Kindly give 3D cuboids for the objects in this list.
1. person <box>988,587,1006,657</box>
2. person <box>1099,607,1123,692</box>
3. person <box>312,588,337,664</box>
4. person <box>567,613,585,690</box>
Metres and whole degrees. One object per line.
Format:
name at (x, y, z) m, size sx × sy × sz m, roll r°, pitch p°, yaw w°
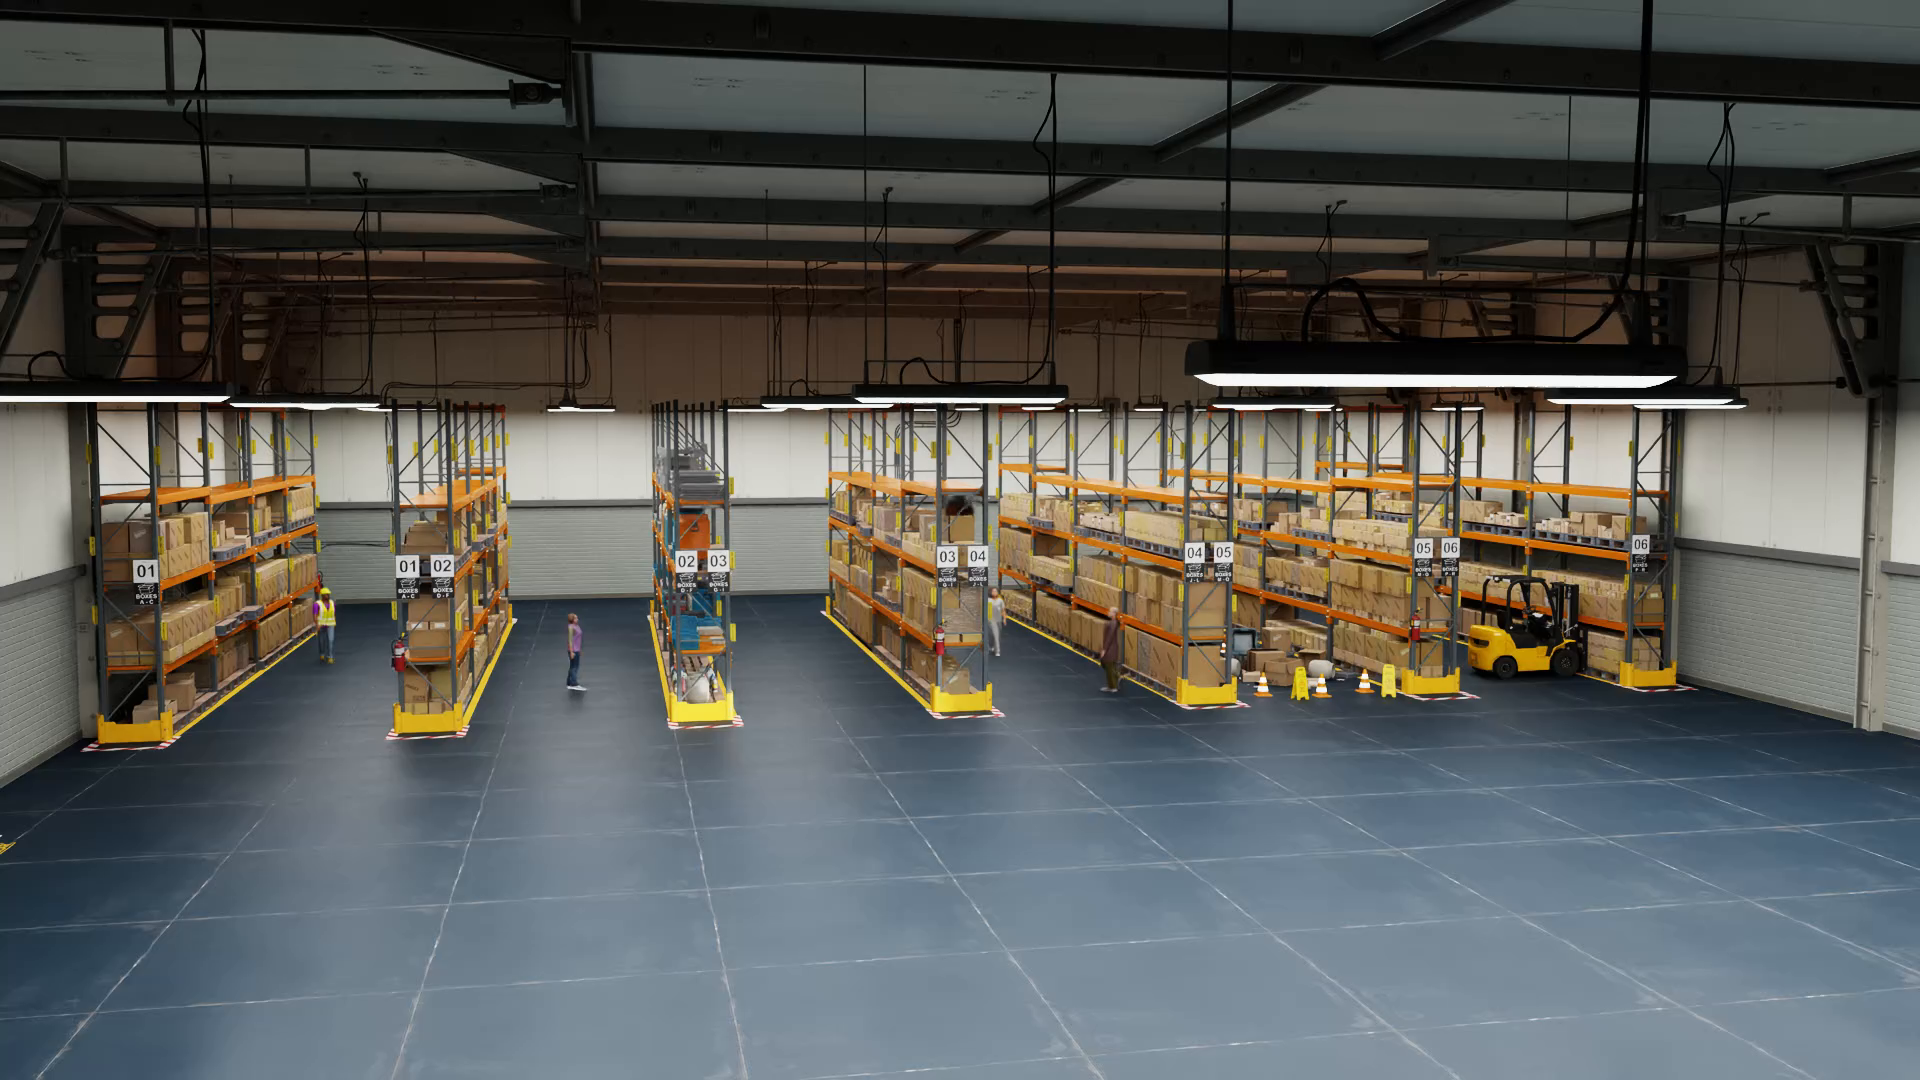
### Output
person at (0.845, 1.931, 39.546) m, size 0.443 × 1.618 × 0.987 m, roll -2°, pitch 5°, yaw -21°
person at (3.071, 2.253, 34.205) m, size 0.515 × 1.766 × 0.622 m, roll 2°, pitch 5°, yaw 20°
person at (-14.633, 1.975, 38.306) m, size 0.512 × 1.723 × 1.028 m, roll -2°, pitch 5°, yaw -20°
person at (-8.010, 2.333, 34.634) m, size 0.379 × 1.581 × 0.440 m, roll -1°, pitch 4°, yaw -13°
